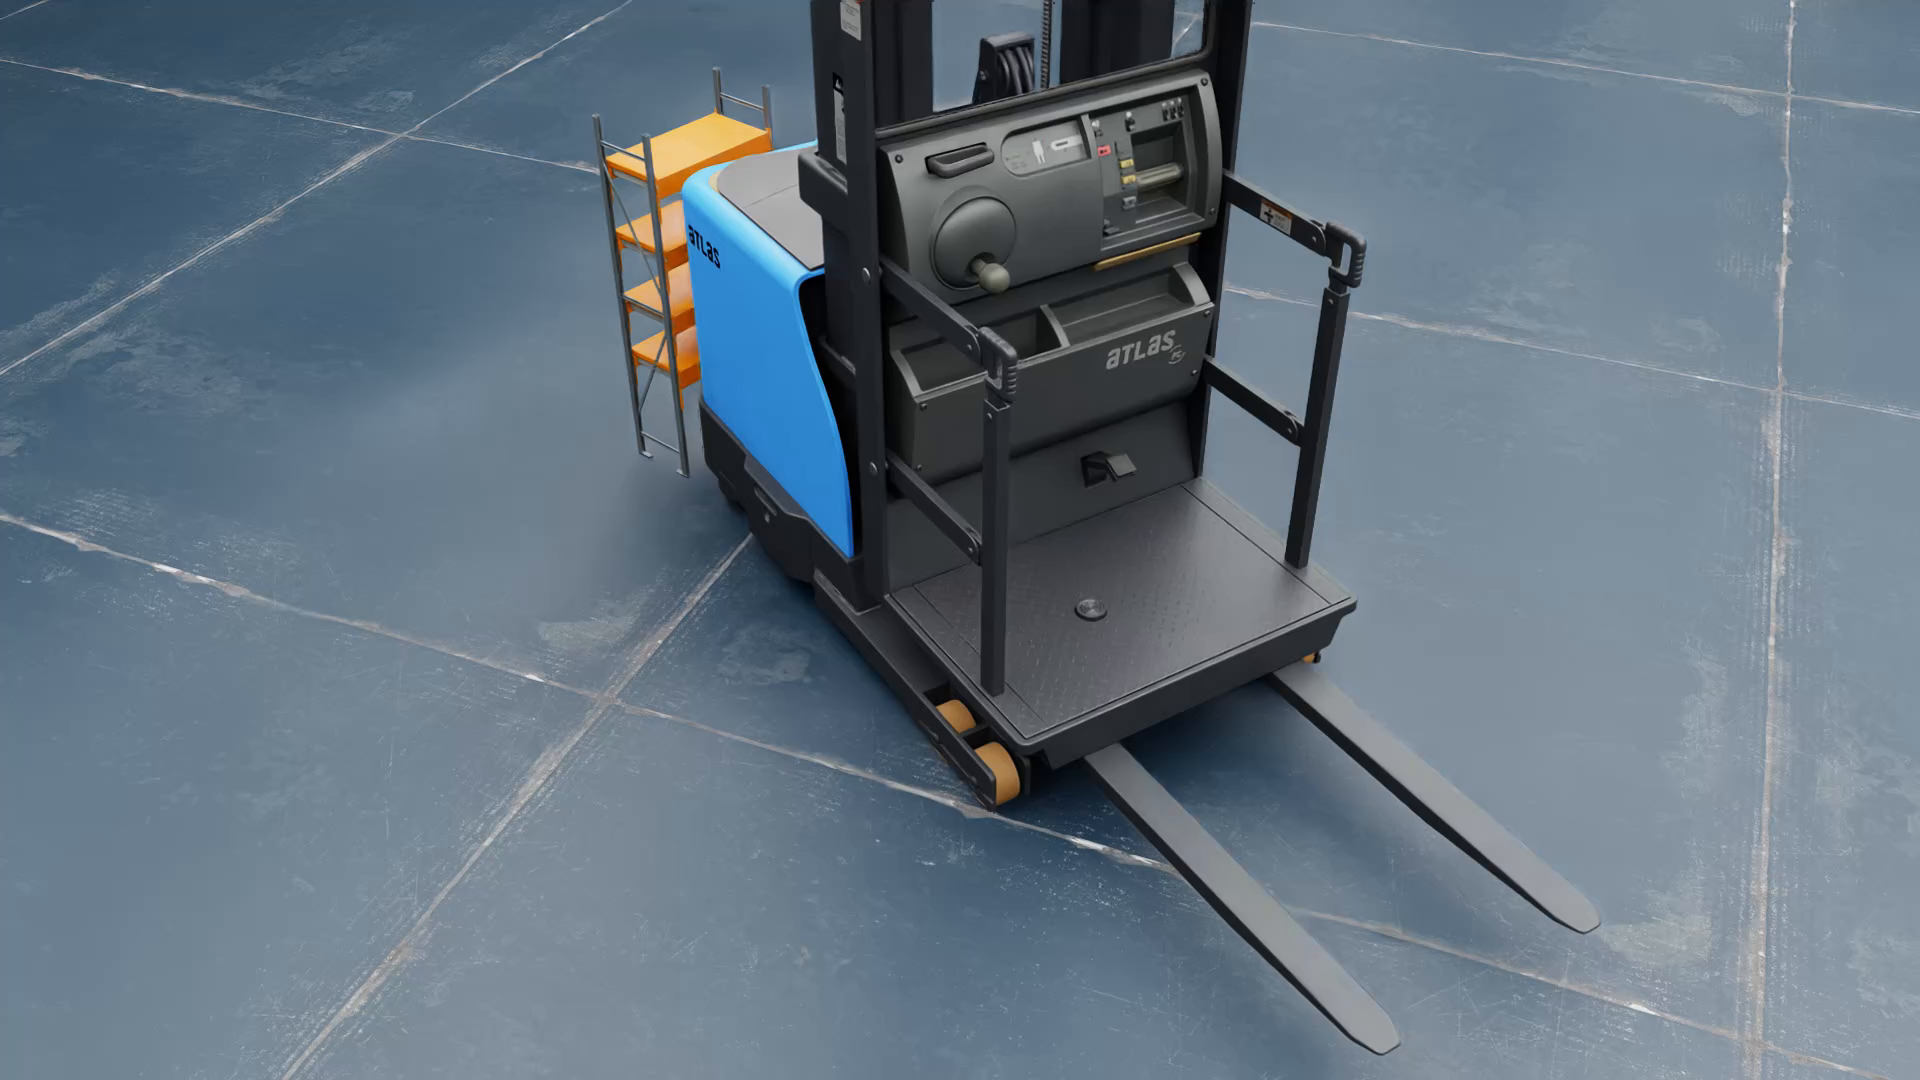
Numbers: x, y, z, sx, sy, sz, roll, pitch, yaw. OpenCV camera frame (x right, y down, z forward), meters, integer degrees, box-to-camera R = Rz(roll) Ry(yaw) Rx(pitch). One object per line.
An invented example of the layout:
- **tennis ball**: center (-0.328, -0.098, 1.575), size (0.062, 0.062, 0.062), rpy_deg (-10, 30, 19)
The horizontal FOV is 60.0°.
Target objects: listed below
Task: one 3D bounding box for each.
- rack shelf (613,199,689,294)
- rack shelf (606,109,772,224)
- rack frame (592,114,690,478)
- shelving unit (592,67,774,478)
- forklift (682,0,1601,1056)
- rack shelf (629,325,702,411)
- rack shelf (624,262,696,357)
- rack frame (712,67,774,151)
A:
- **rack shelf**: center (-0.839, -0.973, 5.288), size (0.258, 0.148, 0.480), rpy_deg (27, 44, 31)
- **rack shelf**: center (-0.839, -1.162, 5.146), size (0.258, 0.148, 0.480), rpy_deg (27, 44, 31)
- **rack frame**: center (-0.995, -0.735, 5.232), size (0.240, 1.200, 0.015), rpy_deg (27, 44, 31)
- **shelving unit**: center (-0.839, -0.847, 5.382), size (0.258, 1.200, 0.503), rpy_deg (27, 44, 31)
- **forklift**: center (0.361, -0.803, 3.876), size (1.130, 2.935, 3.031), rpy_deg (-20, 41, -25)
- **rack shelf**: center (-0.839, -0.635, 5.541), size (0.258, 0.148, 0.480), rpy_deg (27, 44, 31)
- **rack shelf**: center (-0.839, -0.794, 5.422), size (0.258, 0.148, 0.480), rpy_deg (27, 44, 31)
- **rack frame**: center (-0.683, -0.960, 5.532), size (0.240, 1.200, 0.015), rpy_deg (27, 44, 31)
